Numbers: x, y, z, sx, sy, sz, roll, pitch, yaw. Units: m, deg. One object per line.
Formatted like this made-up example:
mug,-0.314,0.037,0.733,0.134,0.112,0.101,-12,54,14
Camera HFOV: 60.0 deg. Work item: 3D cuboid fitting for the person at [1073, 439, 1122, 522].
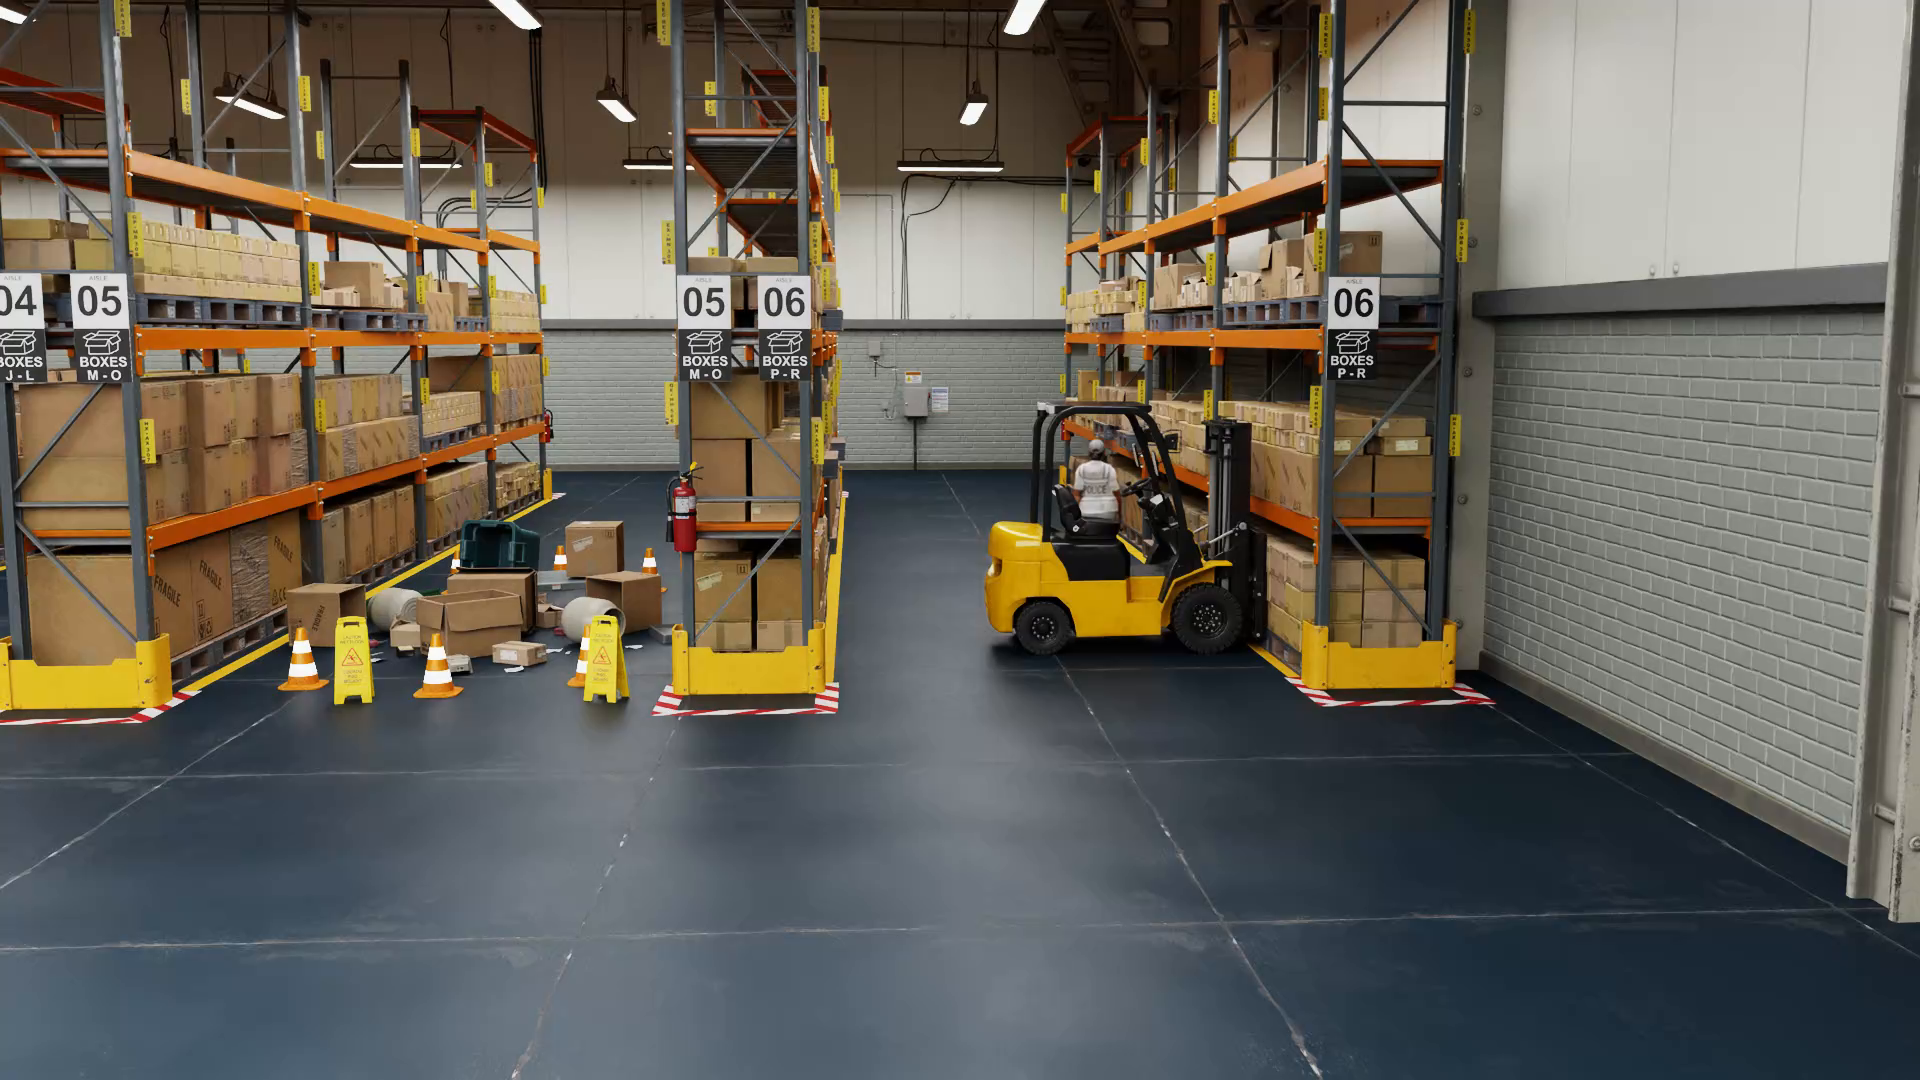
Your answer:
person,1.521,-0.278,17.935,0.490,1.633,0.834,3,7,21
